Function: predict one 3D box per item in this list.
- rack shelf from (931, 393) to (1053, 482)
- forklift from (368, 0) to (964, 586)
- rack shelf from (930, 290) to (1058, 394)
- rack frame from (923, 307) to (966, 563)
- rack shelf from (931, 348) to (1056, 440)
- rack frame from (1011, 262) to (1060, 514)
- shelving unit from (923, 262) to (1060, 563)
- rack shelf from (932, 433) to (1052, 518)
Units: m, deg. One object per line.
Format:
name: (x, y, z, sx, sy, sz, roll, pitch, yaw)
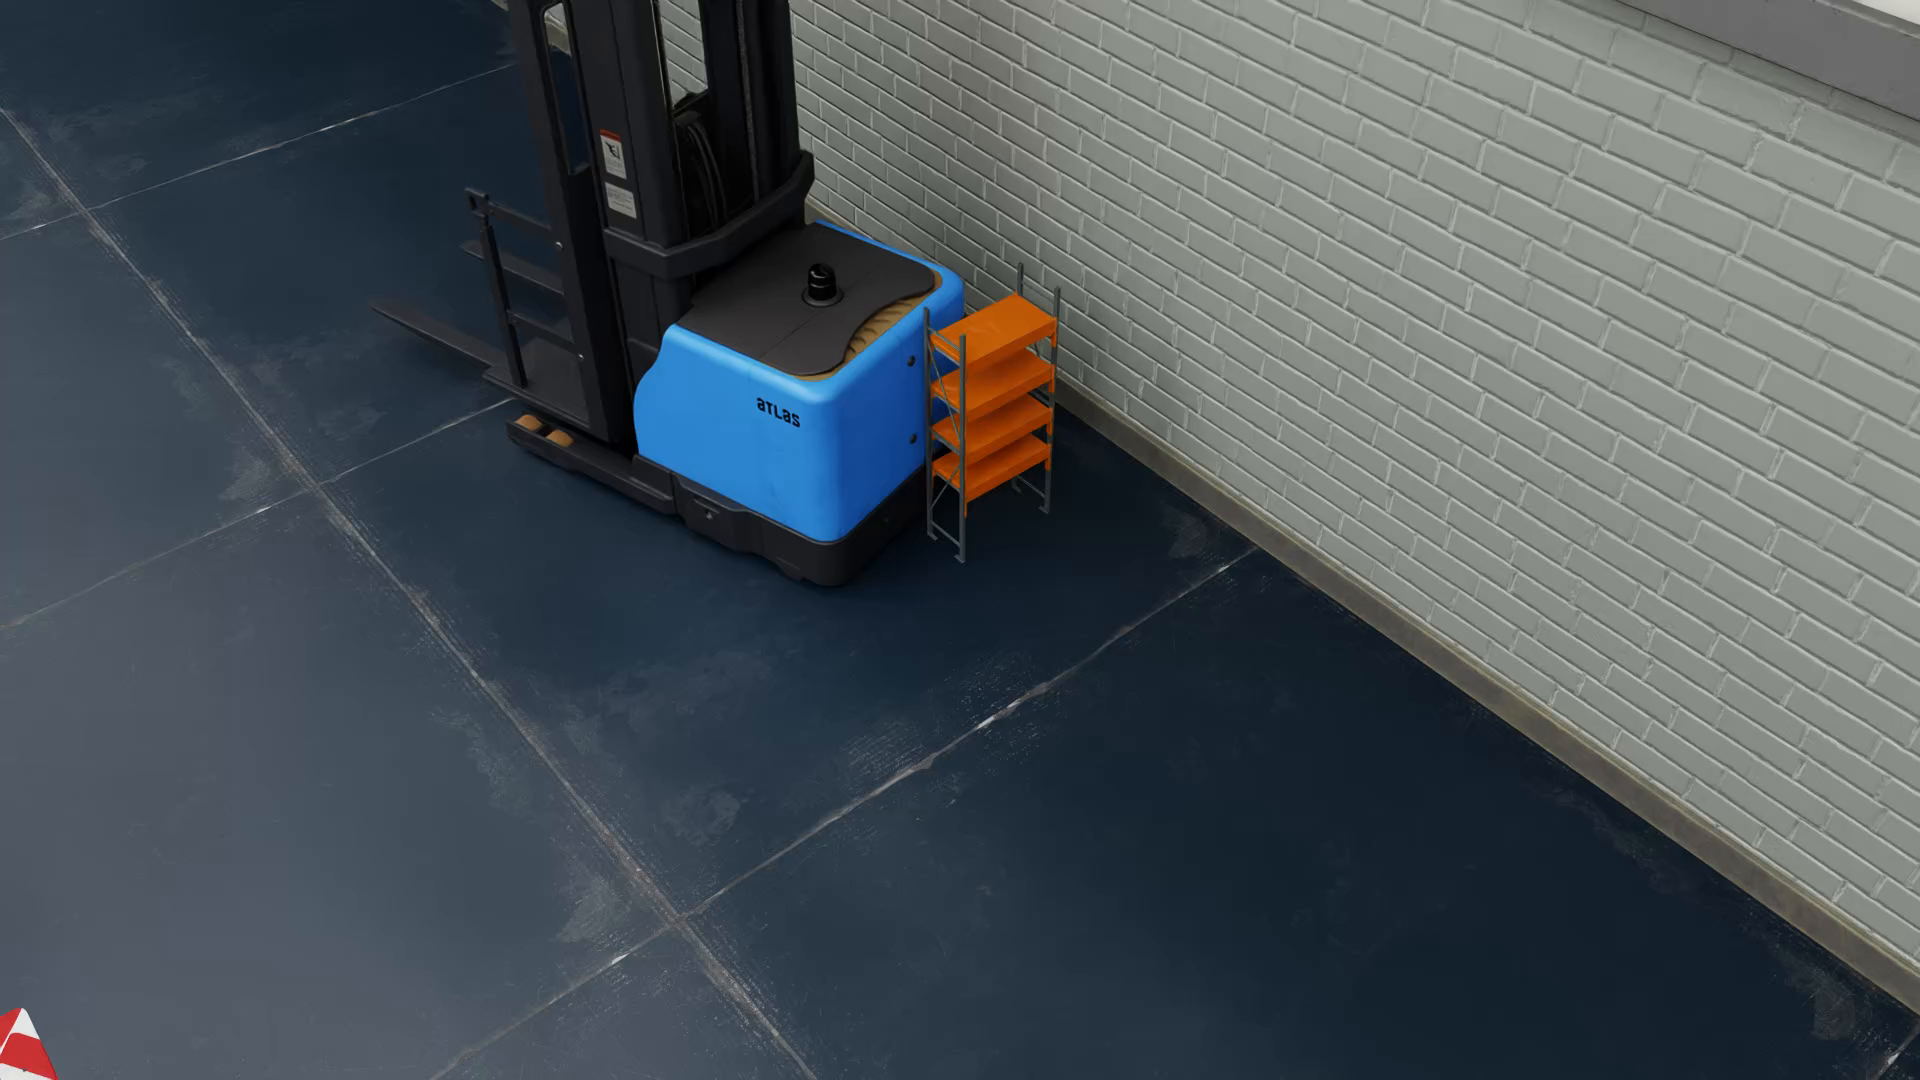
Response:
rack shelf: (0.127, -0.461, 6.963, 0.480, 0.148, 0.258, -30, 51, -28)
forklift: (-1.473, -1.677, 6.895, 3.031, 2.935, 1.130, 25, 49, 24)
rack shelf: (0.127, -0.796, 6.648, 0.480, 0.148, 0.258, -30, 51, -28)
rack frame: (-0.060, -0.403, 6.803, 0.015, 1.200, 0.240, -30, 51, -28)
rack shelf: (0.127, -0.624, 6.810, 0.480, 0.148, 0.258, -30, 51, -28)
rack frame: (0.314, -0.617, 7.031, 0.015, 1.200, 0.240, -30, 51, -28)
shelving unit: (0.127, -0.510, 6.917, 0.503, 1.200, 0.258, -30, 51, -28)
rack shelf: (0.127, -0.316, 7.099, 0.480, 0.148, 0.258, -30, 51, -28)
